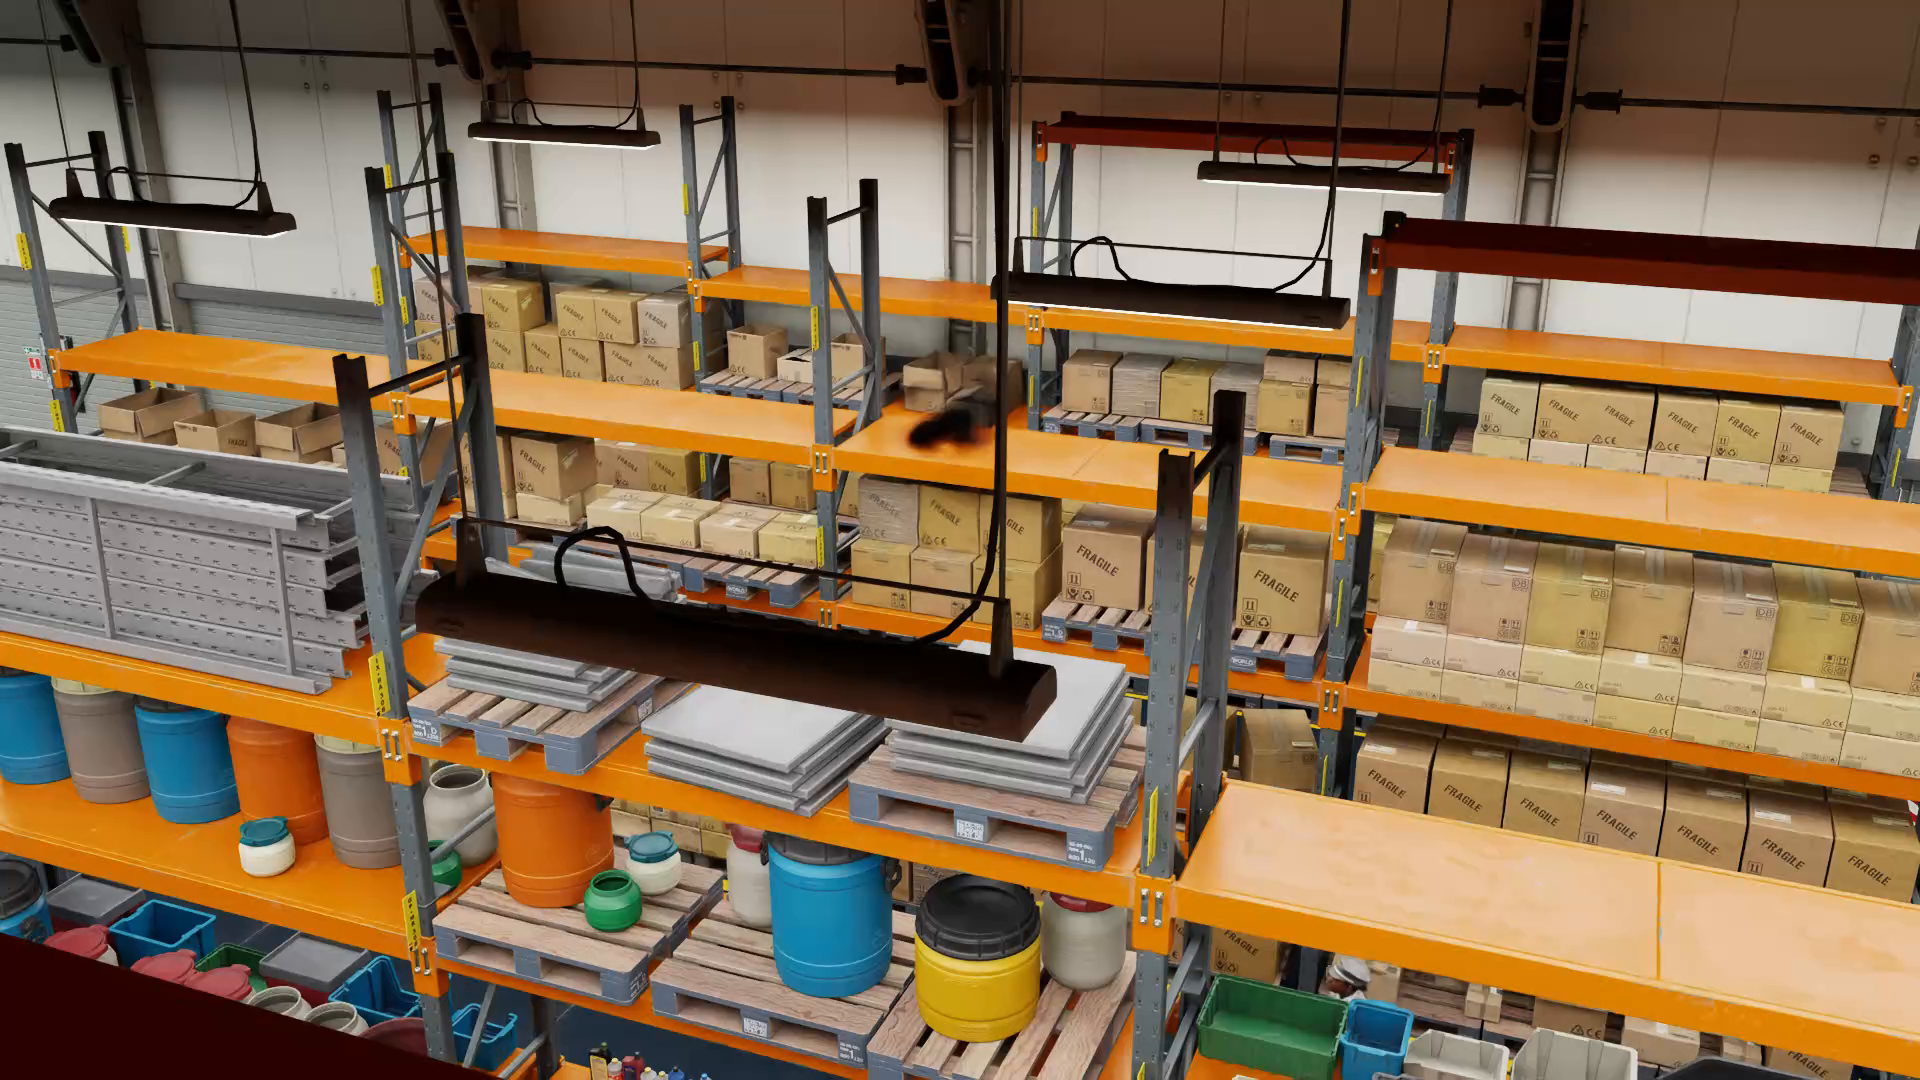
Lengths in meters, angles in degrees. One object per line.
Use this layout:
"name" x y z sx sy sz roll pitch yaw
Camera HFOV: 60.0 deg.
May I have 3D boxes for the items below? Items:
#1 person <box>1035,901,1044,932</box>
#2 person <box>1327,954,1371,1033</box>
"person" 0.616 3.215 11.449 0.963 1.747 0.710 4 21 11
"person" 2.511 3.480 10.925 0.736 1.745 0.563 4 21 11
